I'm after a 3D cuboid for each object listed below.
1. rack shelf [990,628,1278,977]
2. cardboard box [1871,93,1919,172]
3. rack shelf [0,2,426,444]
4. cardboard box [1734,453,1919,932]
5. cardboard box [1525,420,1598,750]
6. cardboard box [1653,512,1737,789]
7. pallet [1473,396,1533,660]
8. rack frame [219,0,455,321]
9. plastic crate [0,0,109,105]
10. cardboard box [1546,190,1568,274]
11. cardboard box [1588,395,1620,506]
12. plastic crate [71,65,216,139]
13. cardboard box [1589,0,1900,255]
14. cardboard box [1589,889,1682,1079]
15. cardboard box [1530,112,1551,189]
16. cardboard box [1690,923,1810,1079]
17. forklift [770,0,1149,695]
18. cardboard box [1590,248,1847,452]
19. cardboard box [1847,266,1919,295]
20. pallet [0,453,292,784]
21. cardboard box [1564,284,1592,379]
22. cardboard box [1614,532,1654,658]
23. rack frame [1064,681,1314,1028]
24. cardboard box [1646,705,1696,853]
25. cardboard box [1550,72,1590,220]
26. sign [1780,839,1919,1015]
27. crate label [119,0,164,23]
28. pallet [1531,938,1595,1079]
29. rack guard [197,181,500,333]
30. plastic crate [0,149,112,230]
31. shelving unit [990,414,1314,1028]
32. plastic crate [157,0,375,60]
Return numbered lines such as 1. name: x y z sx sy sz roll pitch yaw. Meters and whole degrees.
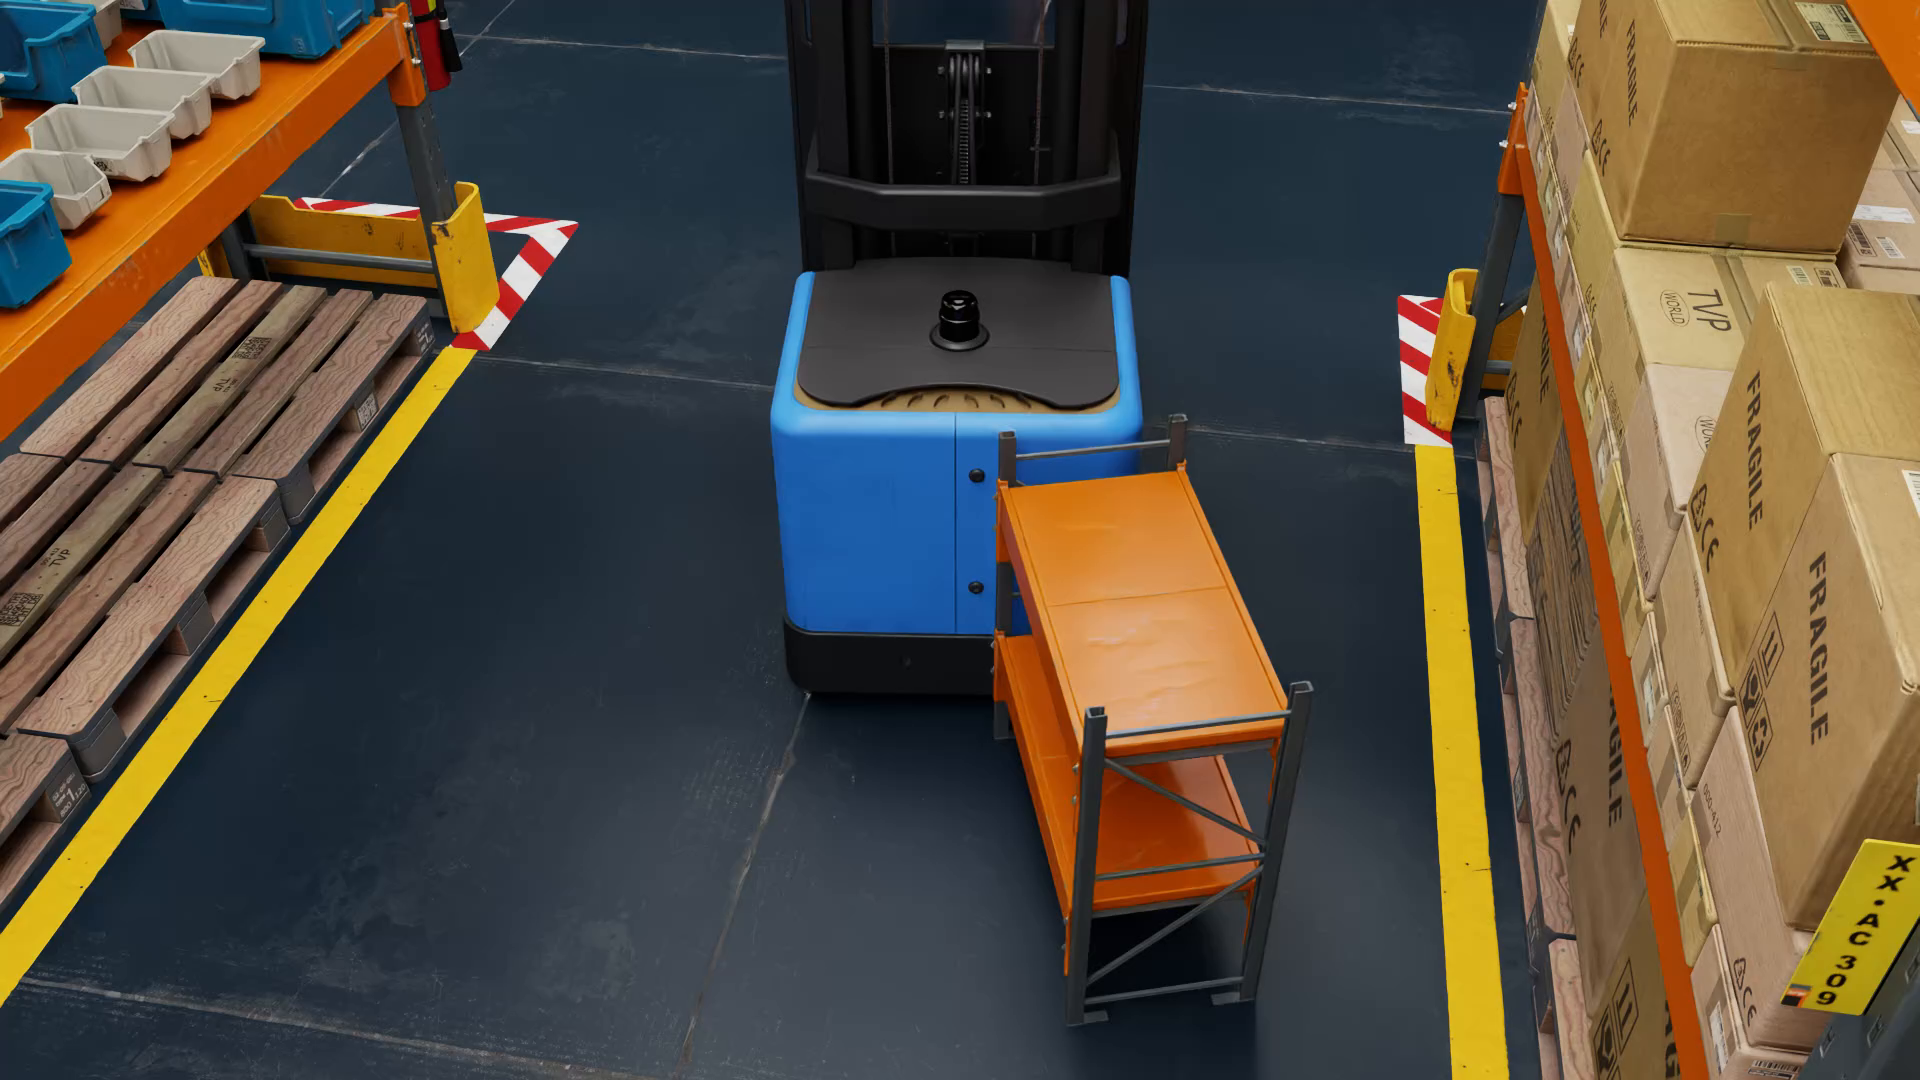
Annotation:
1. rack shelf: 0.433 0.644 4.472 0.538 0.278 1.000 -6 40 -7
2. cardboard box: 2.450 -1.005 4.496 0.500 0.250 0.500 6 40 7
3. rack shelf: -2.863 -0.614 4.703 1.077 0.370 4.000 6 40 8
4. cardboard box: 1.485 0.247 2.393 0.500 0.500 0.500 7 40 9
5. cardboard box: 2.171 0.039 4.687 0.875 0.875 0.875 6 40 8
6. cardboard box: 1.574 0.223 3.011 0.500 0.250 0.500 8 40 9
7. pallet: 2.300 -0.015 5.602 1.003 0.211 1.213 6 40 8
8. rack frame: -2.517 -2.146 5.992 1.000 3.000 0.127 6 40 8
9. plastic crate: -2.998 -1.573 5.383 0.416 0.233 0.300 6 40 8
10. cardboard box: 1.844 -0.831 4.598 0.380 0.149 0.250 6 40 7
11. cardboard box: 1.666 -0.186 3.818 0.380 0.149 0.250 7 40 8
12. plastic crate: -2.544 -1.355 5.195 0.396 0.136 0.243 6 40 8
13. cardboard box: 1.842 -1.035 3.943 0.500 0.500 0.500 5 40 6
14. cardboard box: 1.862 1.162 3.328 0.875 0.875 0.875 6 40 8
15. cardboard box: 1.931 -1.155 4.991 0.380 0.149 0.250 6 40 7
16. cardboard box: 1.399 0.780 2.650 0.380 0.149 0.250 7 40 8
17. forklift: 0.026 -1.567 5.346 1.130 2.935 3.031 1 40 1
18. cardboard box: 1.753 -0.415 3.782 0.500 0.250 0.500 6 40 7
19. cardboard box: 2.276 -0.358 3.713 0.500 0.250 0.500 6 40 8
20. pallet: -2.912 0.205 5.336 1.003 0.211 1.213 6 40 8
21. cardboard box: 1.754 -0.509 4.209 0.380 0.149 0.250 6 40 7
22. cardboard box: 1.577 0.134 3.431 0.380 0.149 0.250 7 40 9
23. rack frame: 0.516 0.775 3.930 0.500 1.125 0.032 -6 40 -7
24. cardboard box: 1.488 0.457 3.040 0.380 0.149 0.250 6 40 7
25. cardboard box: 1.928 -1.058 4.560 0.500 0.250 0.500 6 40 7
26. sign: 1.122 0.486 2.066 0.100 0.325 0.005 6 40 8
27. crate label: -2.884 -1.986 5.882 0.416 0.233 0.303 6 40 8
28. pallet: 1.877 1.517 3.750 1.003 0.211 1.213 6 40 8
29. rack guard: -2.526 -1.199 6.808 1.175 0.500 0.348 6 40 8
30. plastic crate: -2.602 -0.990 4.753 0.298 0.136 0.250 6 40 8
31. shelving unit: 0.433 0.456 4.316 0.538 1.125 1.048 -6 40 -7
32. plastic crate: -2.391 -1.952 5.682 0.616 0.435 0.499 6 40 8
